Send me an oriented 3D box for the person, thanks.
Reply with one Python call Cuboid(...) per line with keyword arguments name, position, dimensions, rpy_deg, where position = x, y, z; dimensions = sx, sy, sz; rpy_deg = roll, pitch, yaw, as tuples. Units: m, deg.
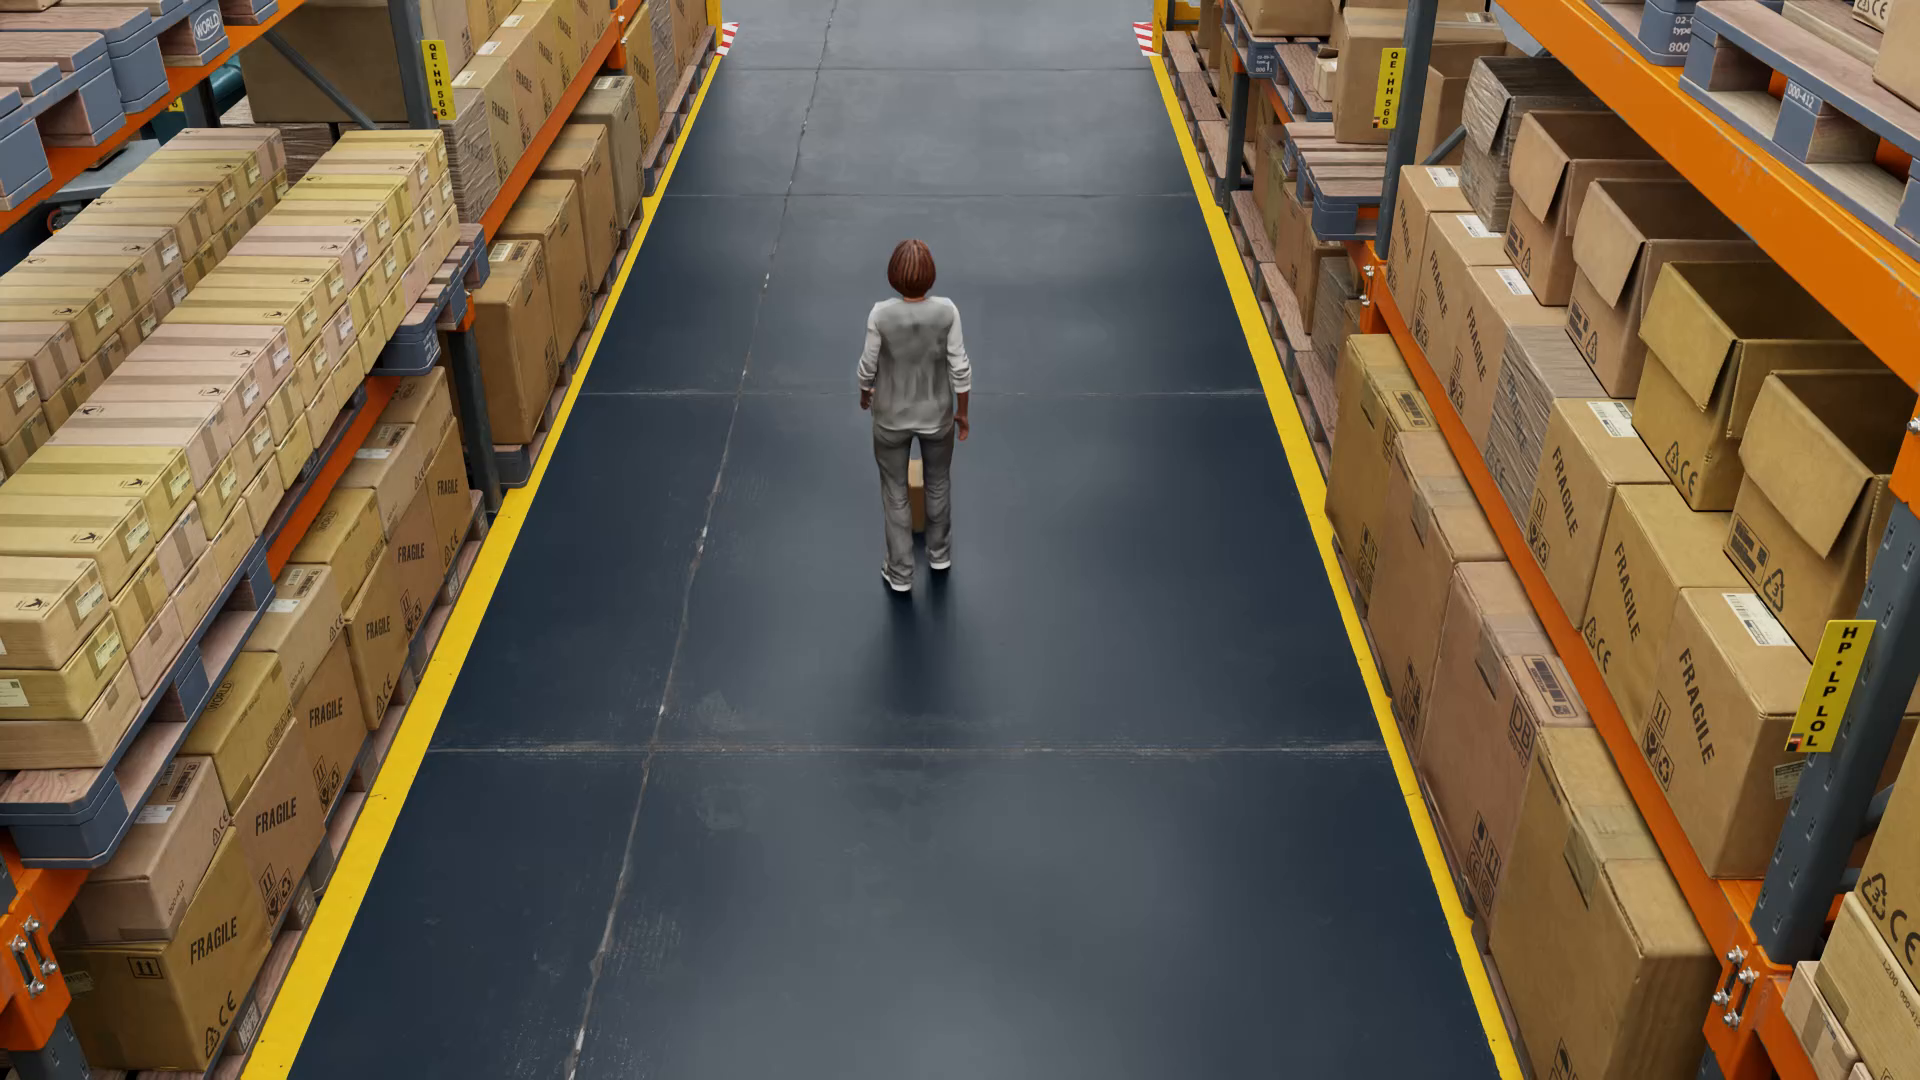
Cuboid(name="person", position=(-0.197, -0.538, 7.001), dimensions=(0.450, 1.615, 0.436), rpy_deg=(-5, 32, -7))
